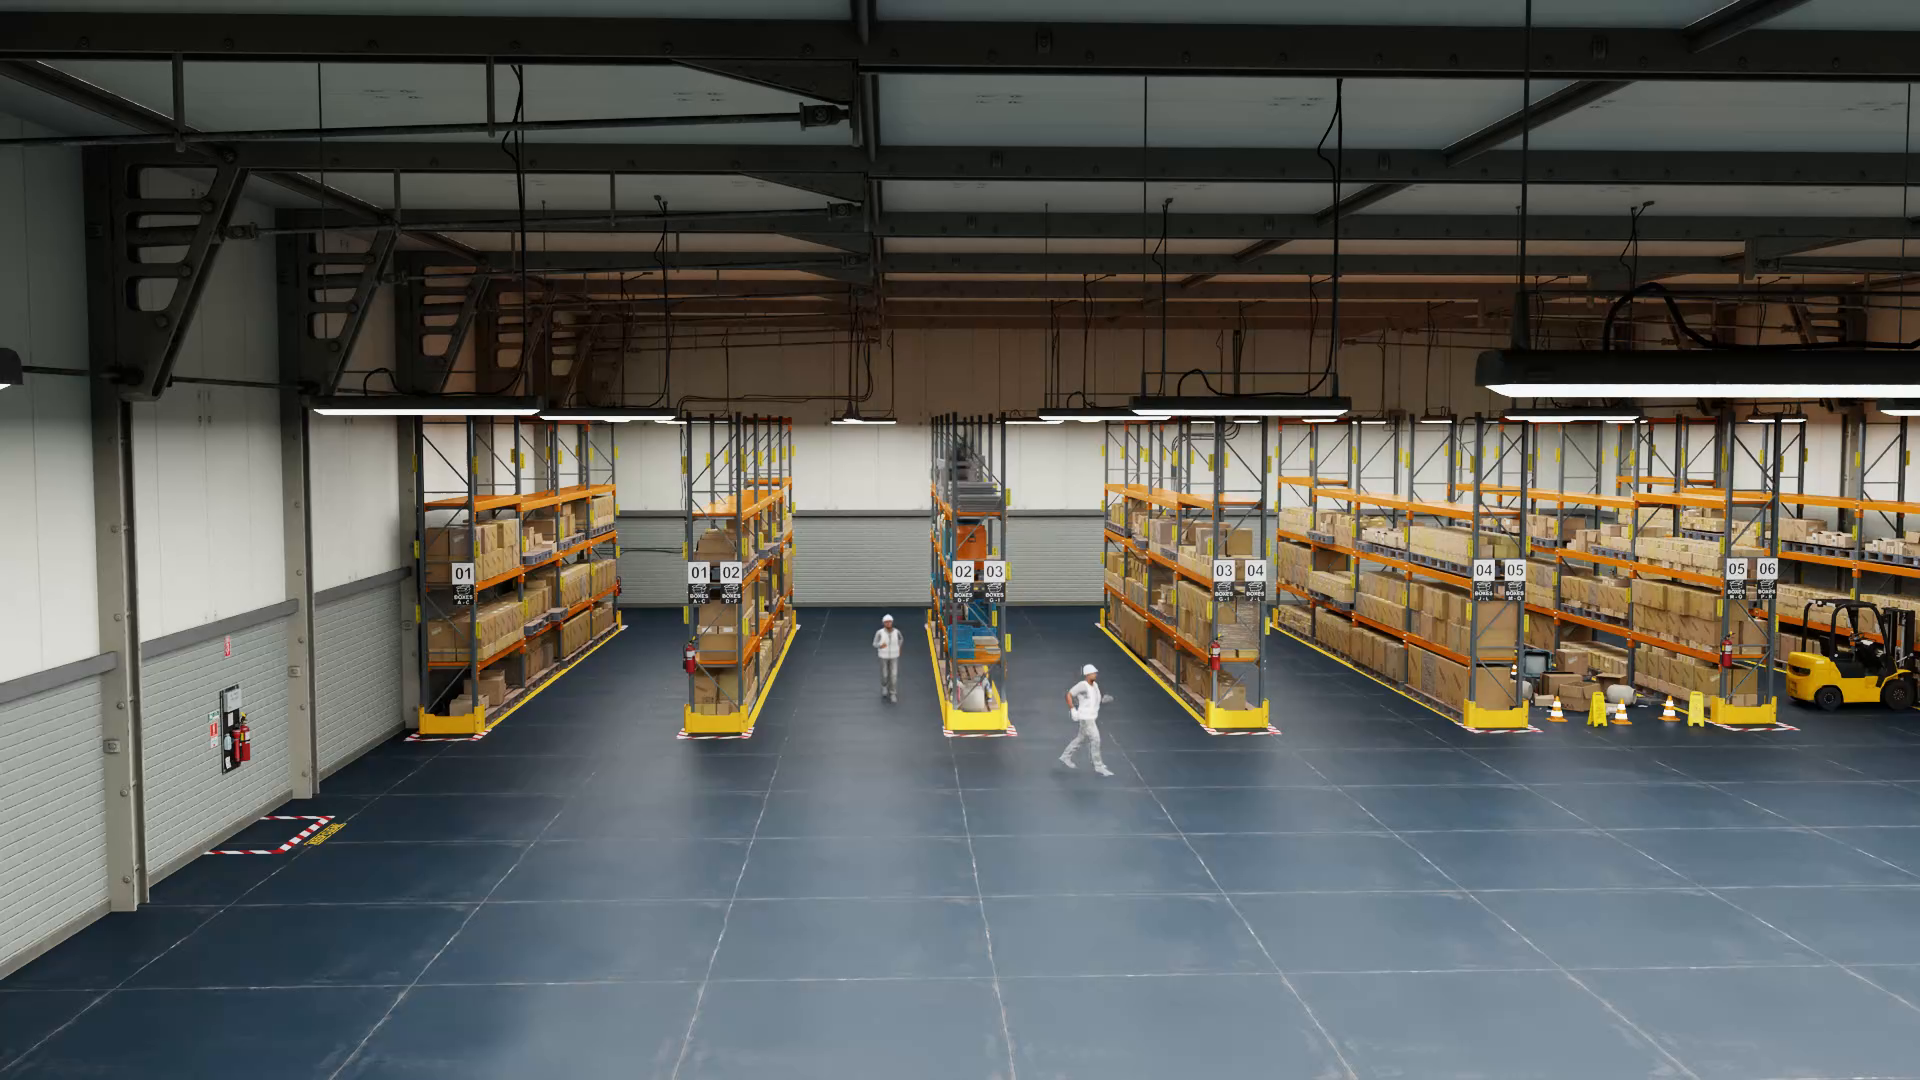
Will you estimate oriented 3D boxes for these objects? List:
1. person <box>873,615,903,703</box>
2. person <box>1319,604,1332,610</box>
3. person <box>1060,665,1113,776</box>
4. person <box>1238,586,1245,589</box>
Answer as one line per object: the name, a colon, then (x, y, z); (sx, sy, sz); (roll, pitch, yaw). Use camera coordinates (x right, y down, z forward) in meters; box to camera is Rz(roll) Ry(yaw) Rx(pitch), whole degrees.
person: (-1.490, 2.449, 34.718); (0.657, 1.776, 0.950); (-1, 4, -9)
person: (10.708, 1.643, 48.608); (0.586, 1.536, 0.638); (3, 5, 42)
person: (2.078, 2.941, 27.328); (0.956, 1.803, 0.674); (2, 4, 22)
person: (7.846, 1.761, 46.407); (0.592, 1.624, 0.544); (1, 4, 9)
